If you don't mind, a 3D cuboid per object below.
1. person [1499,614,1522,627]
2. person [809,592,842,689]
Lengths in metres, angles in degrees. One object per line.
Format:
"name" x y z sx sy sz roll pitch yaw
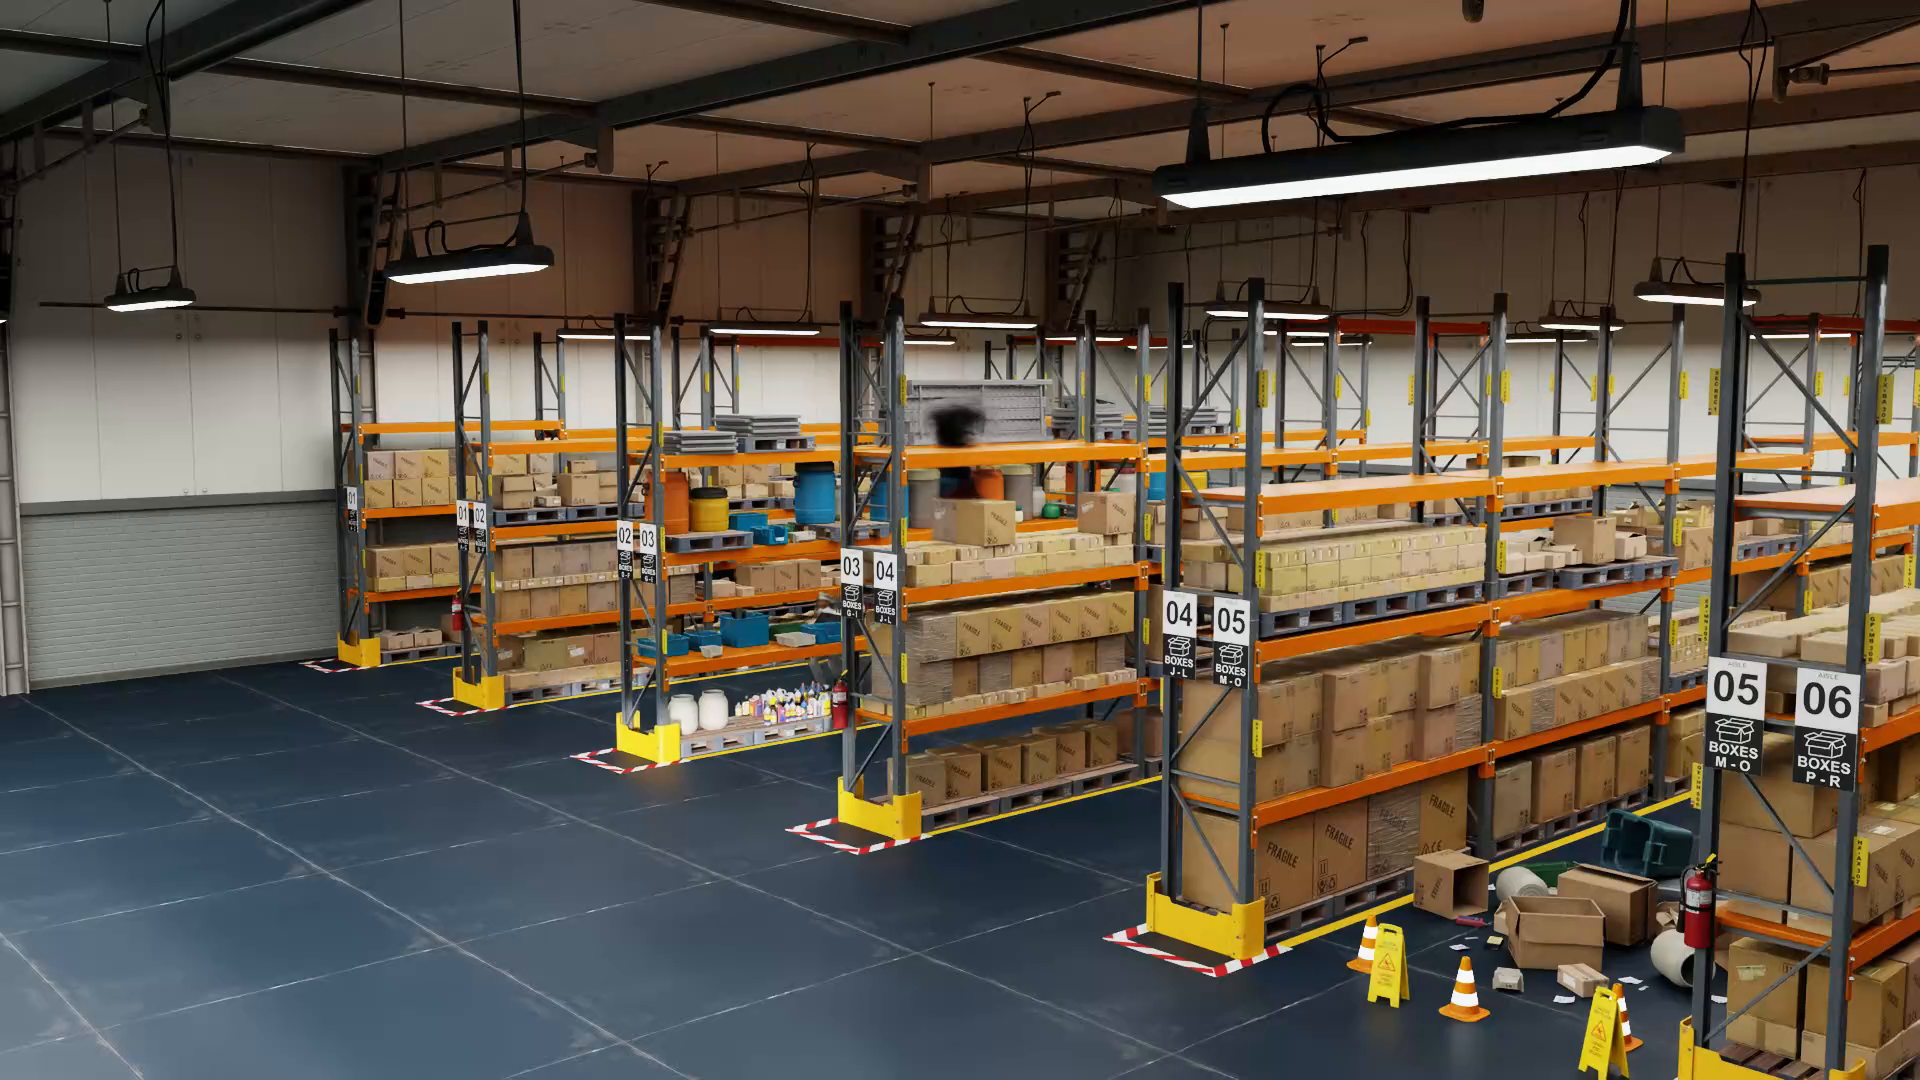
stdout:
"person" 8.369 1.853 25.003 0.728 1.734 0.721 4 7 35
"person" -2.146 1.684 26.824 0.722 1.732 0.584 -6 8 -44
